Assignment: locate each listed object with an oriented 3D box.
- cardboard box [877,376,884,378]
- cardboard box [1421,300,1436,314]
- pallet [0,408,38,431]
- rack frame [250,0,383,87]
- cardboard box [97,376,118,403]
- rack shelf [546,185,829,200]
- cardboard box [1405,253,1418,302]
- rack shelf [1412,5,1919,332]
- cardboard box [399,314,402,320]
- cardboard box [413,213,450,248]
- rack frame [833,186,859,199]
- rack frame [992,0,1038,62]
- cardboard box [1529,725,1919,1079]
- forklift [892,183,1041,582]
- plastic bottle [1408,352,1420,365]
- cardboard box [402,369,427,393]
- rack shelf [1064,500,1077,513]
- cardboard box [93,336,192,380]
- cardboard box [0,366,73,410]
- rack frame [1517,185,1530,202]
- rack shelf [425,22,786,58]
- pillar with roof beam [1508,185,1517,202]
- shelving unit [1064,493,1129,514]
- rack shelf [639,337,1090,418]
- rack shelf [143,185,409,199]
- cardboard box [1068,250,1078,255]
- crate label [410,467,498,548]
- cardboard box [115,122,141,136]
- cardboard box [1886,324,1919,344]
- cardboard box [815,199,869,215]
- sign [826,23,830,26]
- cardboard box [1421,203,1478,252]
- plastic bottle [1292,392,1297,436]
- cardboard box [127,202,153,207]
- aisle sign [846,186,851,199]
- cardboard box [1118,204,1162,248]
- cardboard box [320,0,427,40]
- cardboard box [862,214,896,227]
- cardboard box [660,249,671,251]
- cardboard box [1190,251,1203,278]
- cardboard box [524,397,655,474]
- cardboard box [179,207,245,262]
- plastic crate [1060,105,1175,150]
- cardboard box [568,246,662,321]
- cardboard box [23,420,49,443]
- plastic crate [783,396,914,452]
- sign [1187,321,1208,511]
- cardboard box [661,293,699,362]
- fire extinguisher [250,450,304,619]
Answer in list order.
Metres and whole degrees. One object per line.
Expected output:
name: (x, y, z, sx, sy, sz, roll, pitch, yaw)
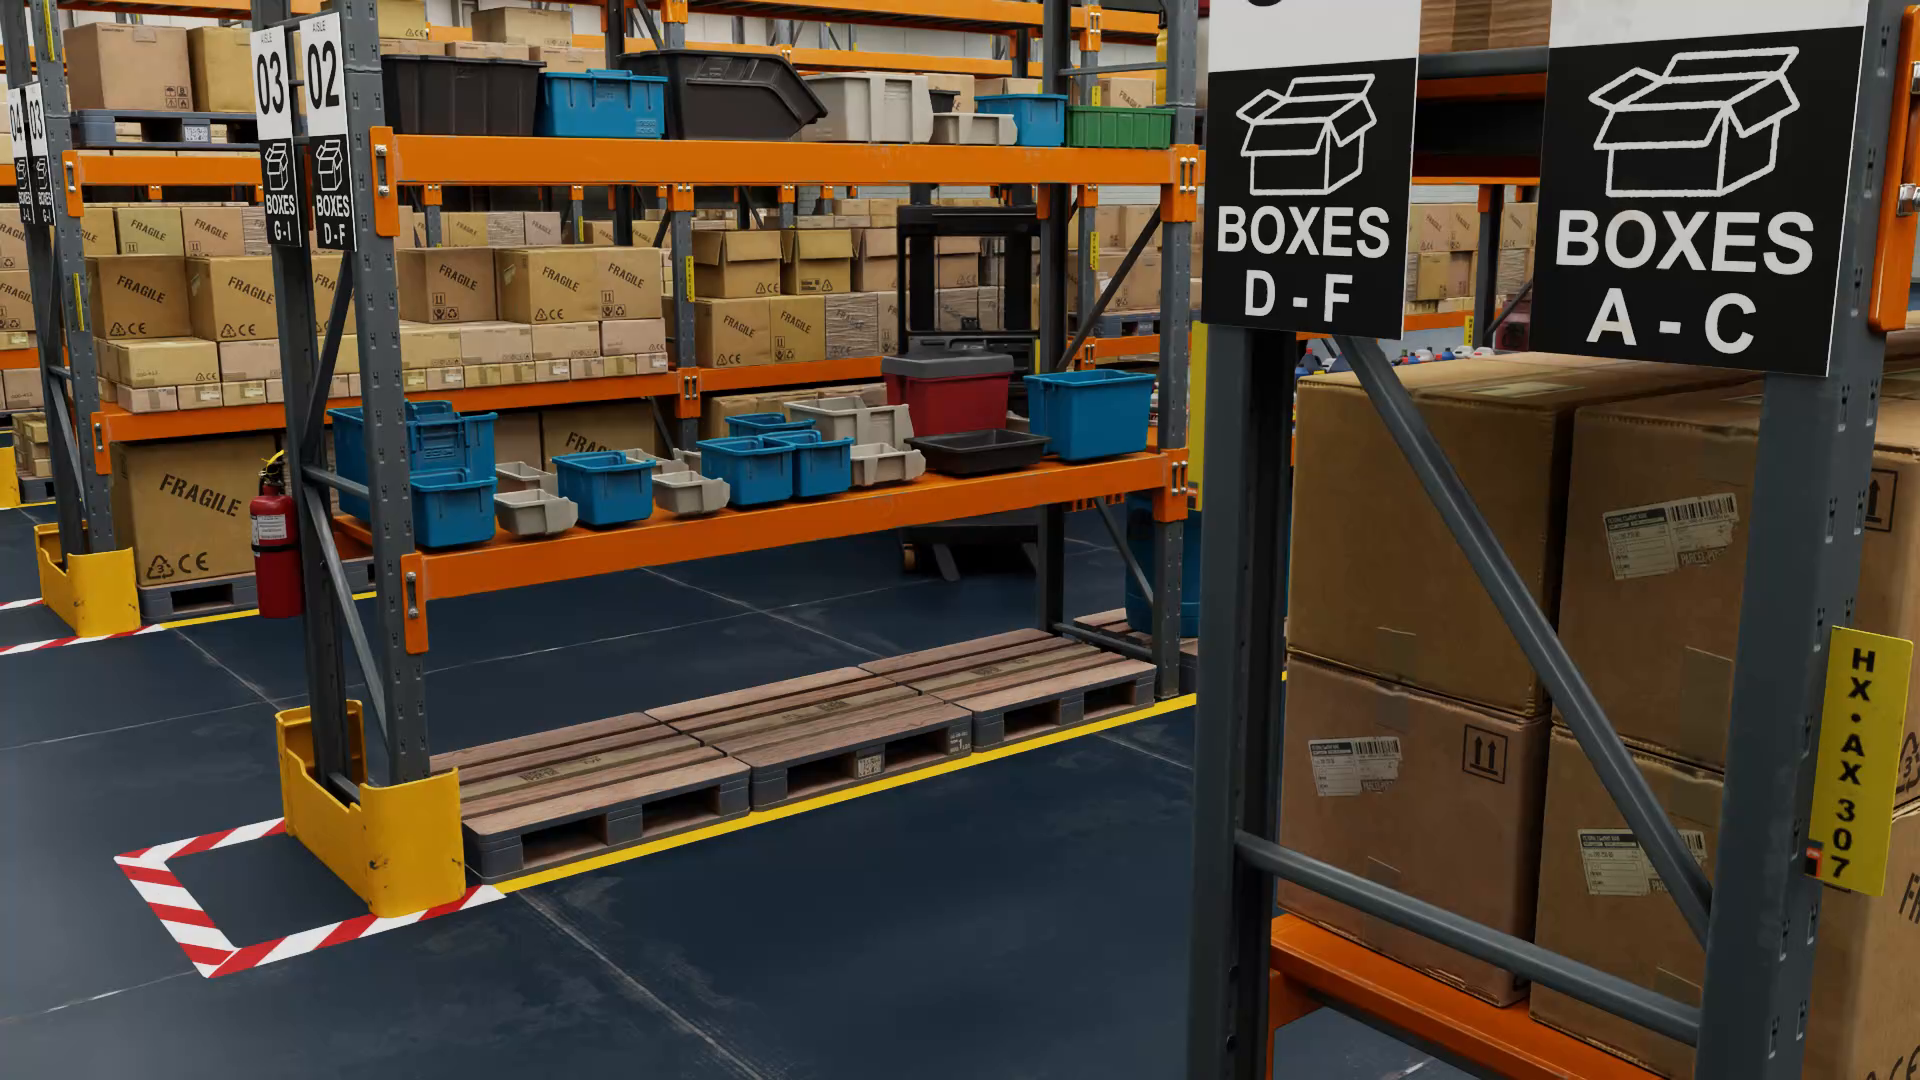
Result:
cardboard box: (-0.432, -1.004, 14.237, 0.875, 0.875, 1.225, -9, 15, -37)
cardboard box: (4.871, -2.515, 17.854, 0.250, 0.149, 0.380, -9, 15, -38)
pallet: (-11.041, -1.360, 18.524, 1.213, 0.211, 1.003, -9, 15, -38)
rack frame: (-2.332, -3.131, 5.710, 0.127, 3.000, 1.000, -9, 15, -38)
cardboard box: (-5.354, -0.977, 10.612, 0.250, 0.149, 0.380, -9, 15, -37)
rack shelf: (-3.808, -5.020, 23.560, 4.000, 0.370, 1.077, -9, 15, -38)
cardboard box: (4.334, -2.800, 17.636, 0.500, 0.500, 0.875, -9, 15, -38)
rack shelf: (2.321, -0.768, 3.533, 4.000, 0.370, 1.077, -9, 15, -38)
cardboard box: (-5.399, -2.139, 16.084, 0.250, 0.149, 0.380, -10, 15, -38)
cardboard box: (-6.797, -3.878, 21.023, 0.500, 0.500, 0.500, -10, 15, -39)
rack frame: (-2.227, -5.488, 31.252, 0.127, 3.000, 1.000, -9, 15, -38)
rack frame: (0.877, -7.618, 26.840, 0.127, 3.000, 1.000, -9, 15, -38)
cardboard box: (1.271, 0.544, 2.607, 0.500, 0.500, 0.500, -9, 15, -36)
forklift: (0.120, -1.281, 11.607, 1.130, 2.935, 3.031, -1, 12, -5)
plastic bottle: (2.944, -1.088, 10.838, 0.097, 0.271, 0.097, 0, 12, 0)
cardboard box: (-3.742, -1.069, 11.048, 0.250, 0.149, 0.380, -10, 16, -39)
rack shelf: (0.849, -0.337, 13.747, 0.103, 0.180, 0.258, -11, 16, -43)
cardboard box: (-5.213, -1.178, 10.600, 0.500, 0.250, 0.500, -10, 15, -39)
cardboard box: (-10.455, -1.781, 18.954, 0.875, 0.438, 0.875, -9, 15, -36)
rack frame: (7.068, -3.076, 19.894, 0.127, 3.000, 1.000, -9, 15, -38)
rack shelf: (-3.760, -4.983, 17.126, 4.000, 0.370, 1.077, -9, 15, -38)
pillar with roof beam: (18.096, -10.894, 42.270, 0.548, 9.000, 9.100, -9, 15, -38)
shelving unit: (1.054, -0.377, 13.940, 1.200, 0.189, 0.258, -11, 16, -43)
rack shelf: (-0.741, -1.427, 13.858, 4.000, 0.370, 1.077, -9, 15, -38)
rack shelf: (-10.035, -5.306, 24.905, 4.000, 0.370, 1.077, -9, 15, -38)
cardboard box: (1.205, -3.498, 21.519, 0.550, 0.550, 0.875, -9, 15, -38)
crate label: (-1.933, -0.123, 6.244, 0.303, 0.233, 0.416, -9, 15, -38)
cardboard box: (-7.132, -3.602, 14.308, 0.500, 0.250, 0.500, -9, 15, -37)
cardboard box: (2.132, -0.233, 3.859, 0.500, 0.500, 0.500, -9, 15, -36)
cardboard box: (-1.767, -4.870, 24.977, 0.500, 0.500, 0.700, -10, 15, -38)
sign: (-1.895, -7.544, 23.862, 0.005, 0.325, 0.100, -9, 15, -38)
cardboard box: (5.235, -3.388, 17.997, 0.500, 0.500, 0.500, -9, 15, -38)
plastic bottle: (1.784, -0.709, 9.056, 0.097, 0.271, 0.097, 0, 12, 0)
cardboard box: (-9.369, -3.769, 18.945, 0.250, 0.149, 0.380, -10, 15, -38)
aisle sign: (-1.992, -6.721, 30.798, 0.004, 0.787, 0.394, -9, 15, -38)
cardboard box: (2.508, -4.227, 22.351, 0.500, 0.550, 0.875, -9, 15, -38)
cardboard box: (-3.842, -3.398, 10.889, 0.500, 0.250, 0.500, -10, 16, -39)
cardboard box: (-1.049, -3.583, 19.633, 0.500, 0.500, 0.700, -10, 15, -39)
cardboard box: (-3.290, -3.100, 18.167, 0.250, 0.149, 0.380, -10, 16, -40)
cardboard box: (2.648, -2.573, 16.265, 0.637, 0.503, 0.797, -8, 14, -32)
cardboard box: (-2.868, -0.612, 12.396, 0.875, 0.875, 0.875, -9, 15, -38)
cardboard box: (-6.723, -2.713, 14.821, 0.500, 0.500, 0.500, -10, 16, -39)
plastic crate: (0.650, -1.975, 7.998, 0.662, 0.188, 0.450, -9, 15, -38)
cardboard box: (-2.494, -1.855, 11.982, 0.500, 0.500, 0.500, -9, 15, -36)
cardboard box: (-7.824, -0.932, 14.218, 0.250, 0.149, 0.380, -10, 16, -40)
plastic crate: (-0.516, -0.519, 7.991, 0.530, 0.282, 0.437, -9, 15, -38)
sign: (0.429, -0.206, 2.830, 0.005, 0.325, 0.100, -9, 15, -38)
cardboard box: (-2.108, -1.673, 13.045, 0.500, 0.500, 0.500, -9, 15, -37)
fire extinguisher: (-2.733, -0.031, 6.635, 0.183, 0.674, 0.296, -9, 15, -38)
